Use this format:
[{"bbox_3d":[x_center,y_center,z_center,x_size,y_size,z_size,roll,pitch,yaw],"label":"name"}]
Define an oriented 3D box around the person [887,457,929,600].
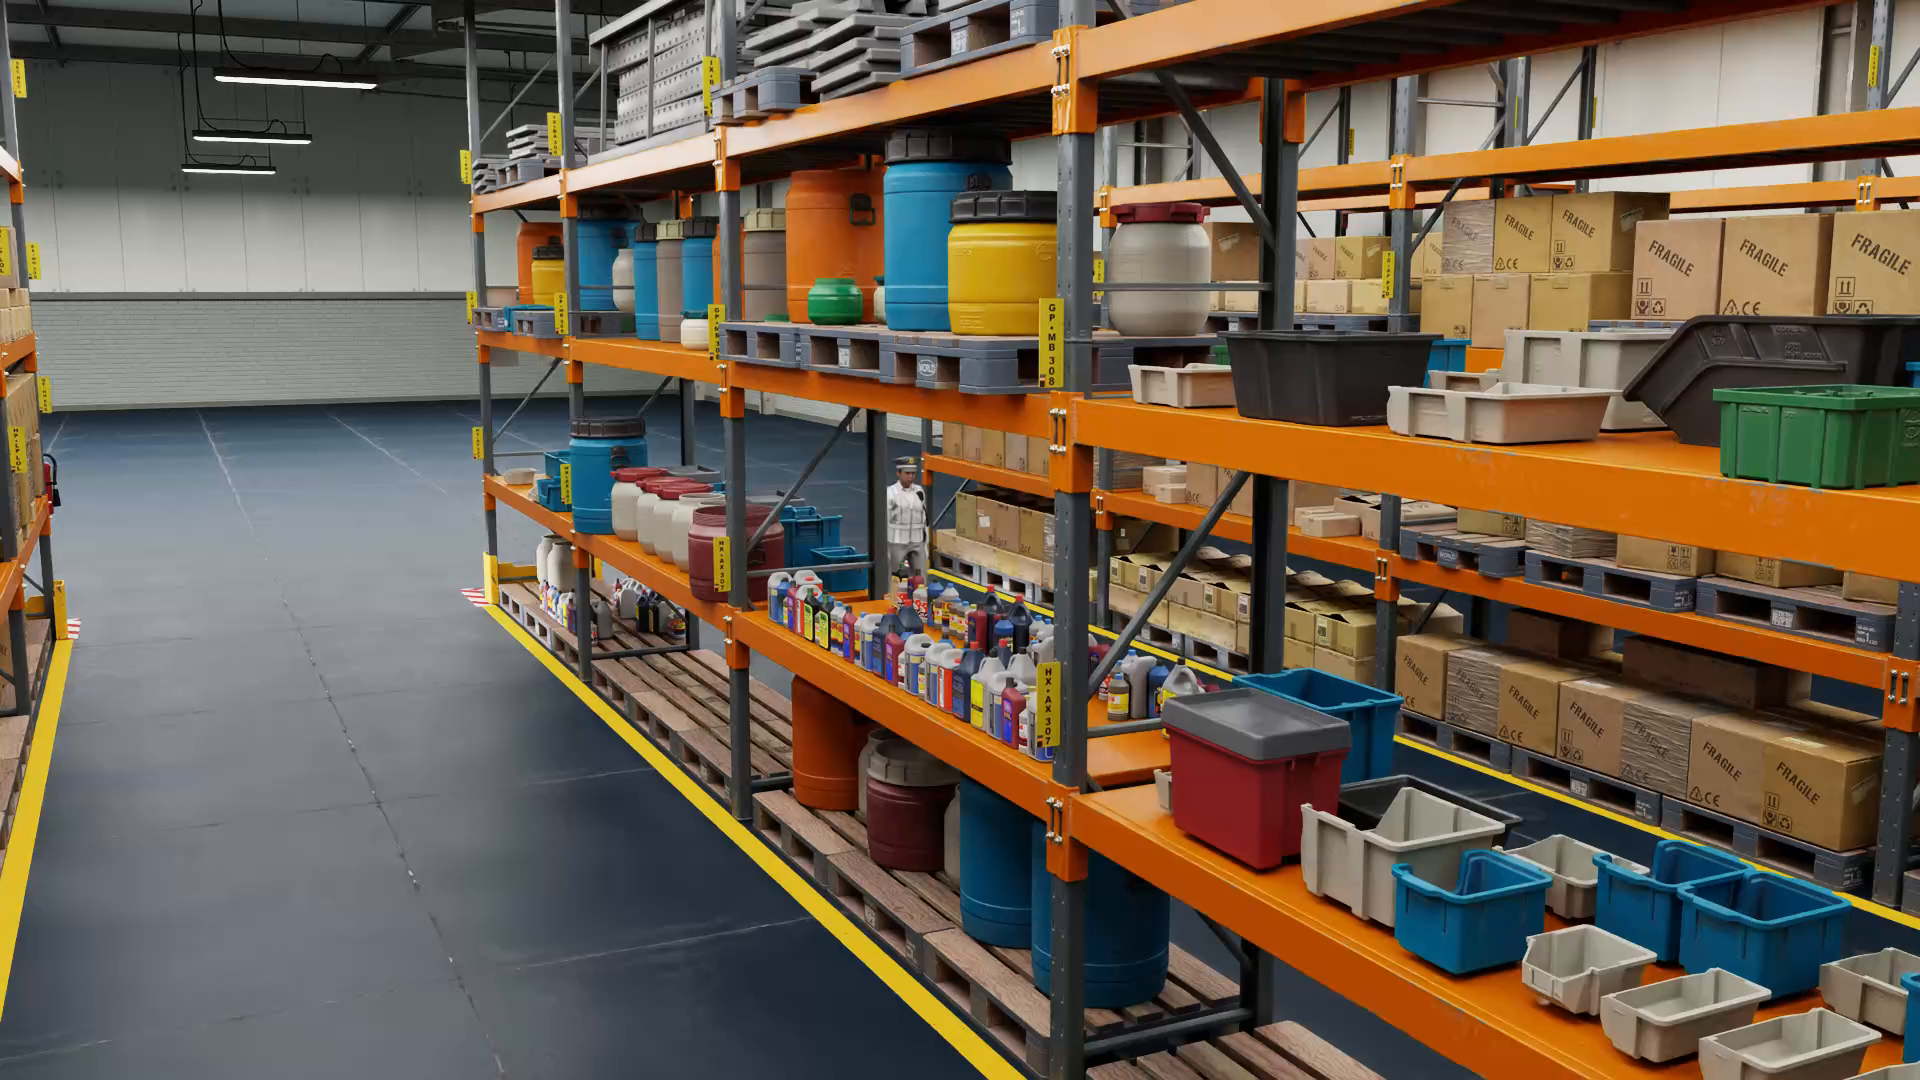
[{"bbox_3d":[-0.477,0.071,15.342,0.506,1.688,0.456,-4,10,-26],"label":"person"}]
